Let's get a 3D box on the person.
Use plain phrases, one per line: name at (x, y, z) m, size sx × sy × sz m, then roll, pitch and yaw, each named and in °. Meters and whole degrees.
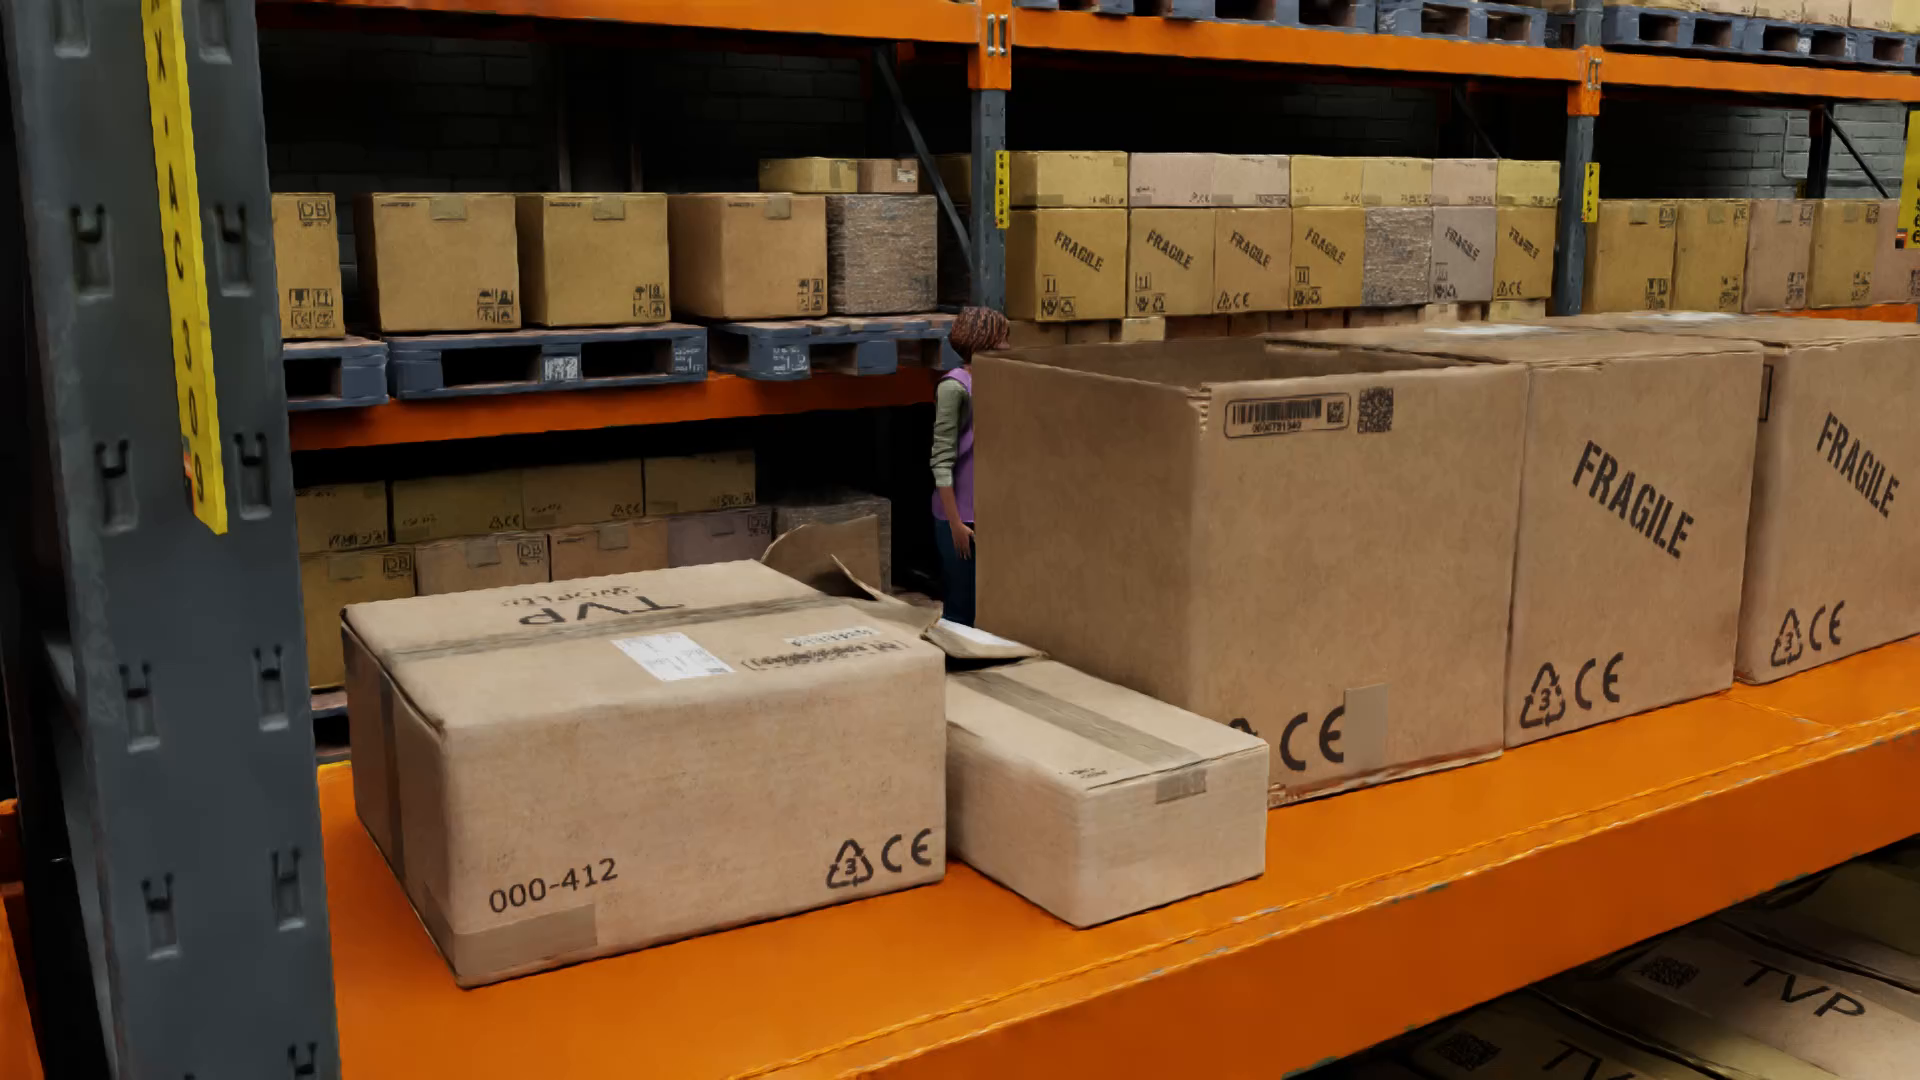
person at (0.077, -0.058, 6.231) m, size 0.368 × 1.629 × 0.453 m, roll 9°, pitch 14°, yaw 36°
